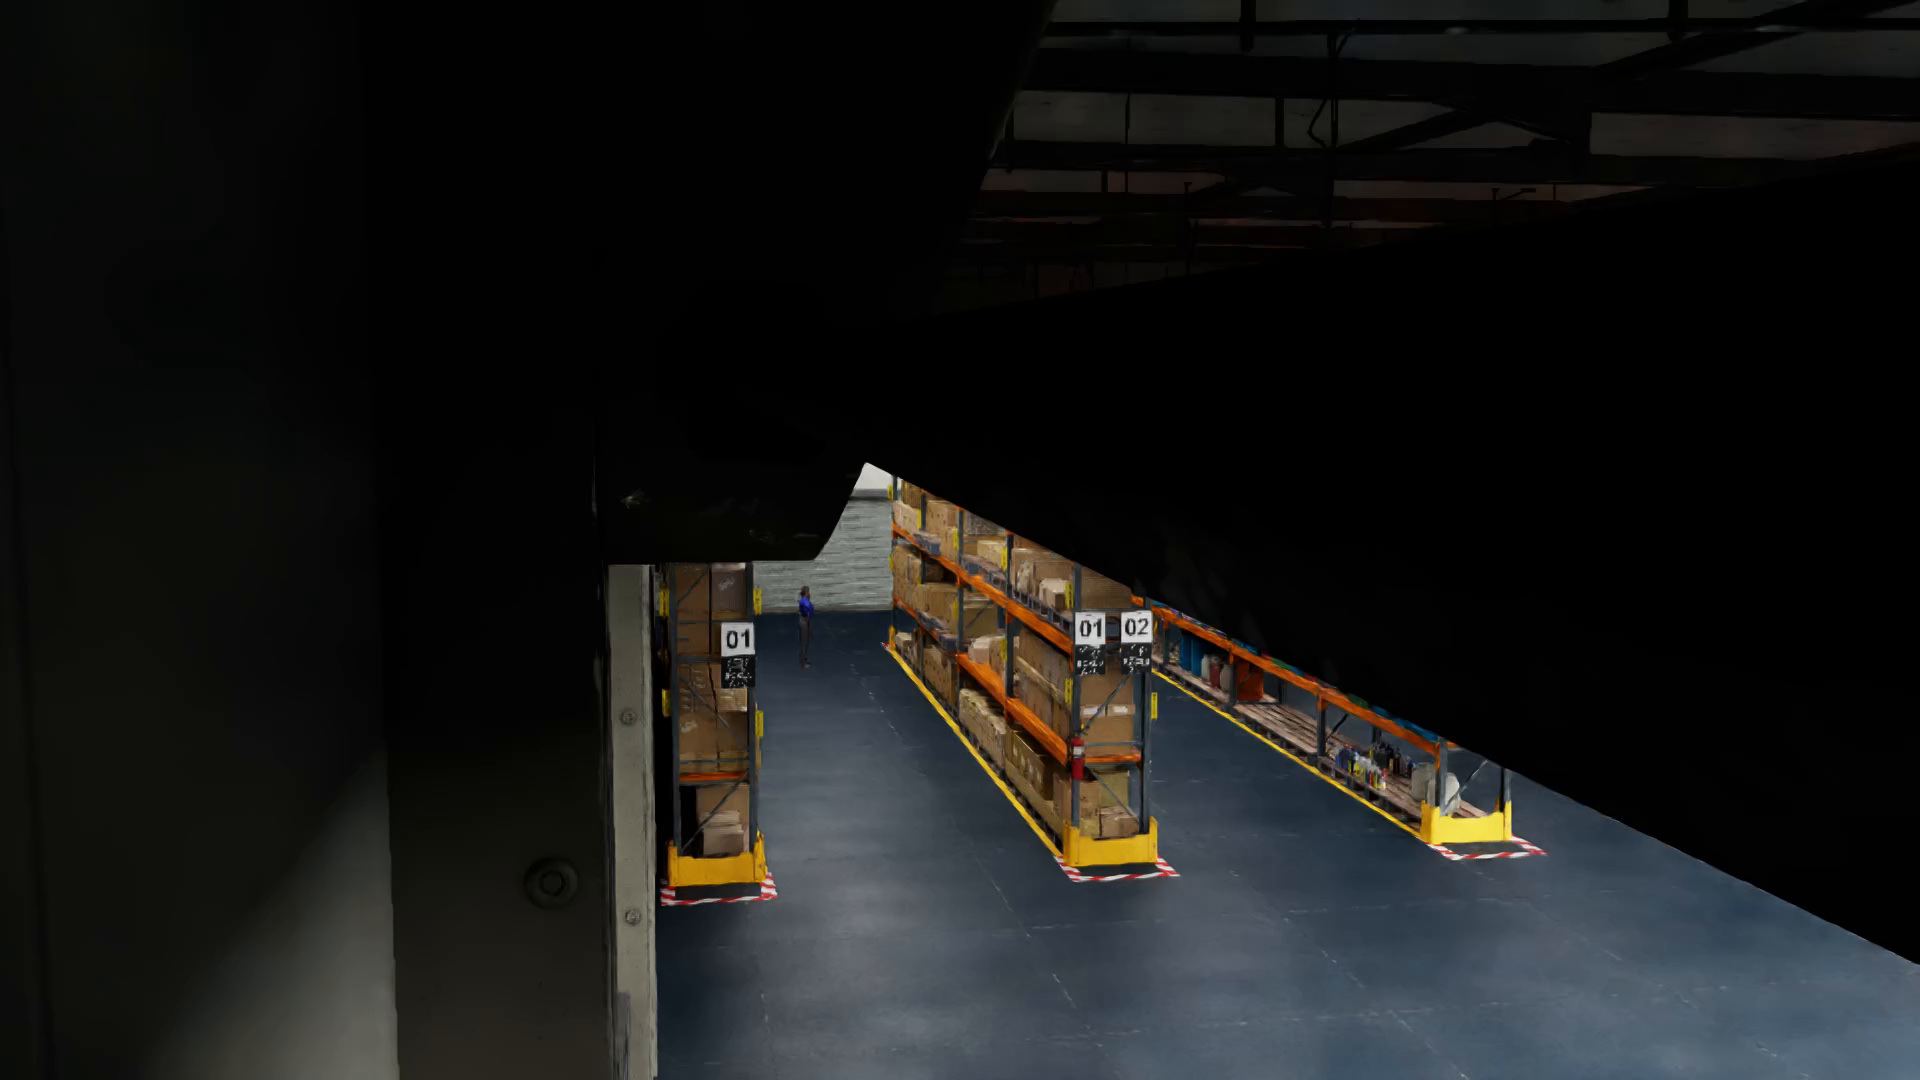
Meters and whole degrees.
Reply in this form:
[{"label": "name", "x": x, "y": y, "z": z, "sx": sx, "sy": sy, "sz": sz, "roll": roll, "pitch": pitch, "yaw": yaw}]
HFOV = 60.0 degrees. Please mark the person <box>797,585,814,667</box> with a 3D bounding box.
[{"label": "person", "x": -3.208, "y": 1.763, "z": 34.510, "sx": 0.373, "sy": 1.657, "sz": 0.584, "roll": -2, "pitch": 7, "yaw": -22}]
